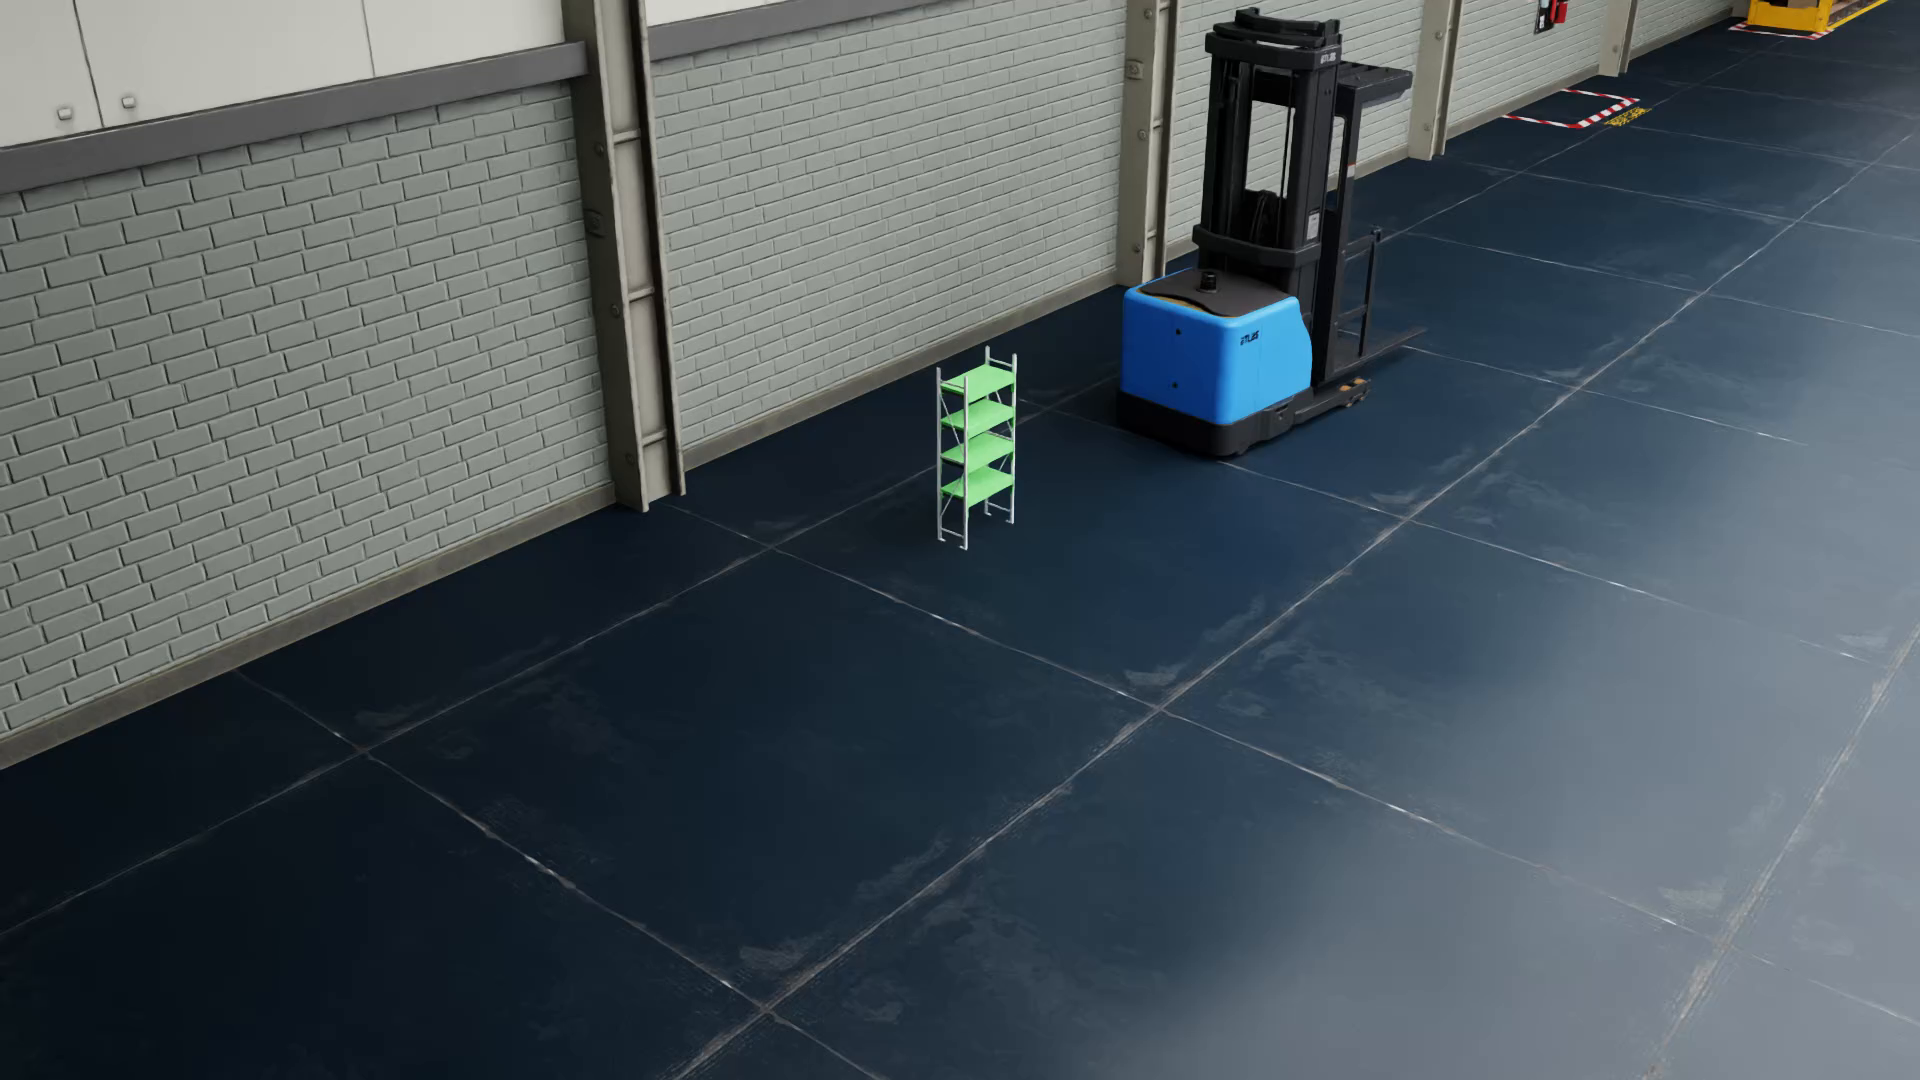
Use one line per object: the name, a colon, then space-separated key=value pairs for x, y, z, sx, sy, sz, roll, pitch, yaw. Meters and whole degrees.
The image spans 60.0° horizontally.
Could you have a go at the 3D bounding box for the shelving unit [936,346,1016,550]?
shelving unit: x=0.105 y=-0.592 z=10.720 sx=0.258 sy=1.200 sz=0.503 roll=21 pitch=34 yaw=34

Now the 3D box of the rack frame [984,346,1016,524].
rack frame: x=0.261 y=-0.678 z=10.887 sx=0.240 sy=1.200 sz=0.015 roll=21 pitch=34 yaw=34

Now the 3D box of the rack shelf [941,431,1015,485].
rack shelf: x=0.105 y=-0.535 z=10.749 sx=0.258 sy=0.148 sz=0.480 roll=21 pitch=34 yaw=34

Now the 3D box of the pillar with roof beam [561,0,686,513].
pillar with roof beam: x=1.187 y=-3.036 z=6.957 sx=9.100 sy=9.000 sz=0.400 roll=21 pitch=34 yaw=34

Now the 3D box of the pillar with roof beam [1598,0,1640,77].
pillar with roof beam: x=12.637 y=-9.418 z=19.294 sx=9.100 sy=9.000 sz=0.400 roll=21 pitch=34 yaw=34

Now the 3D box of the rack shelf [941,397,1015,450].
rack shelf: x=0.105 y=-0.748 z=10.639 sx=0.258 sy=0.148 sz=0.480 roll=21 pitch=34 yaw=34

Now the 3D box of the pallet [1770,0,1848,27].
pallet: x=13.946 y=-8.704 z=27.477 sx=1.003 sy=0.211 sz=1.213 roll=21 pitch=34 yaw=34

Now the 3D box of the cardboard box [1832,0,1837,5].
cardboard box: x=14.226 y=-9.060 z=27.579 sx=0.500 sy=0.311 sz=0.500 roll=24 pitch=36 yaw=38

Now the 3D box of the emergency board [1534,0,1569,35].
emergency board: x=7.714 y=-7.147 z=21.432 sx=0.194 sy=1.169 sz=0.643 roll=21 pitch=34 yaw=34

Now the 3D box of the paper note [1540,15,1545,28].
paper note: x=7.548 y=-6.713 z=21.552 sx=0.016 sy=0.148 sz=0.142 roll=21 pitch=34 yaw=34

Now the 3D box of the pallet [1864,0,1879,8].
pallet: x=15.498 y=-9.569 z=29.150 sx=1.003 sy=0.211 sz=1.213 roll=21 pitch=34 yaw=34

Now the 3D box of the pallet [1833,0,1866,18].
pallet: x=14.722 y=-9.135 z=28.310 sx=1.003 sy=0.211 sz=1.213 roll=21 pitch=34 yaw=34

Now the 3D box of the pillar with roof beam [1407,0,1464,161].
pillar with roof beam: x=8.820 y=-7.291 z=15.181 sx=9.100 sy=9.000 sz=0.400 roll=21 pitch=34 yaw=34

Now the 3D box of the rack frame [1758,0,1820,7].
rack frame: x=13.353 y=-9.638 z=26.248 sx=1.000 sy=3.000 sz=0.127 roll=21 pitch=34 yaw=34

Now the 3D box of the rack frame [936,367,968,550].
rack frame: x=-0.050 y=-0.505 z=10.552 sx=0.240 sy=1.200 sz=0.015 roll=21 pitch=34 yaw=34

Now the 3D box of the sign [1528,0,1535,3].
sign: x=7.282 y=-6.997 z=21.103 sx=0.001 sy=0.329 sz=0.234 roll=21 pitch=34 yaw=34

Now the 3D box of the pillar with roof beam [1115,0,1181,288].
pillar with roof beam: x=5.004 y=-5.163 z=11.069 sx=9.100 sy=9.000 sz=0.400 roll=21 pitch=34 yaw=34

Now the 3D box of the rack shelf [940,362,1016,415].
rack shelf: x=0.105 y=-0.961 z=10.528 sx=0.258 sy=0.148 sz=0.480 roll=21 pitch=34 yaw=34

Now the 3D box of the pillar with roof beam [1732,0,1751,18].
pillar with roof beam: x=16.453 y=-11.545 z=23.406 sx=9.100 sy=9.000 sz=0.400 roll=21 pitch=34 yaw=34

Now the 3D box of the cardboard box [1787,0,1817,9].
cardboard box: x=13.863 y=-8.858 z=27.188 sx=0.500 sy=0.311 sz=0.500 roll=17 pitch=32 yaw=29

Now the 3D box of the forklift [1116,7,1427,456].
forklift: x=2.571 y=-2.480 z=12.486 sx=3.031 sy=2.935 sz=1.130 roll=-25 pitch=36 yaw=-39

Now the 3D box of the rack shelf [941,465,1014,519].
rack shelf: x=0.105 y=-0.322 z=10.859 sx=0.258 sy=0.148 sz=0.480 roll=21 pitch=34 yaw=34

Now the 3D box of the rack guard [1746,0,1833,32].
rack guard: x=13.402 y=-8.555 z=26.874 sx=1.175 sy=0.500 sz=0.348 roll=21 pitch=34 yaw=34

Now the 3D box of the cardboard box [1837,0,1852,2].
cardboard box: x=14.731 y=-9.390 z=28.010 sx=0.700 sy=0.500 sz=0.500 roll=18 pitch=33 yaw=31
